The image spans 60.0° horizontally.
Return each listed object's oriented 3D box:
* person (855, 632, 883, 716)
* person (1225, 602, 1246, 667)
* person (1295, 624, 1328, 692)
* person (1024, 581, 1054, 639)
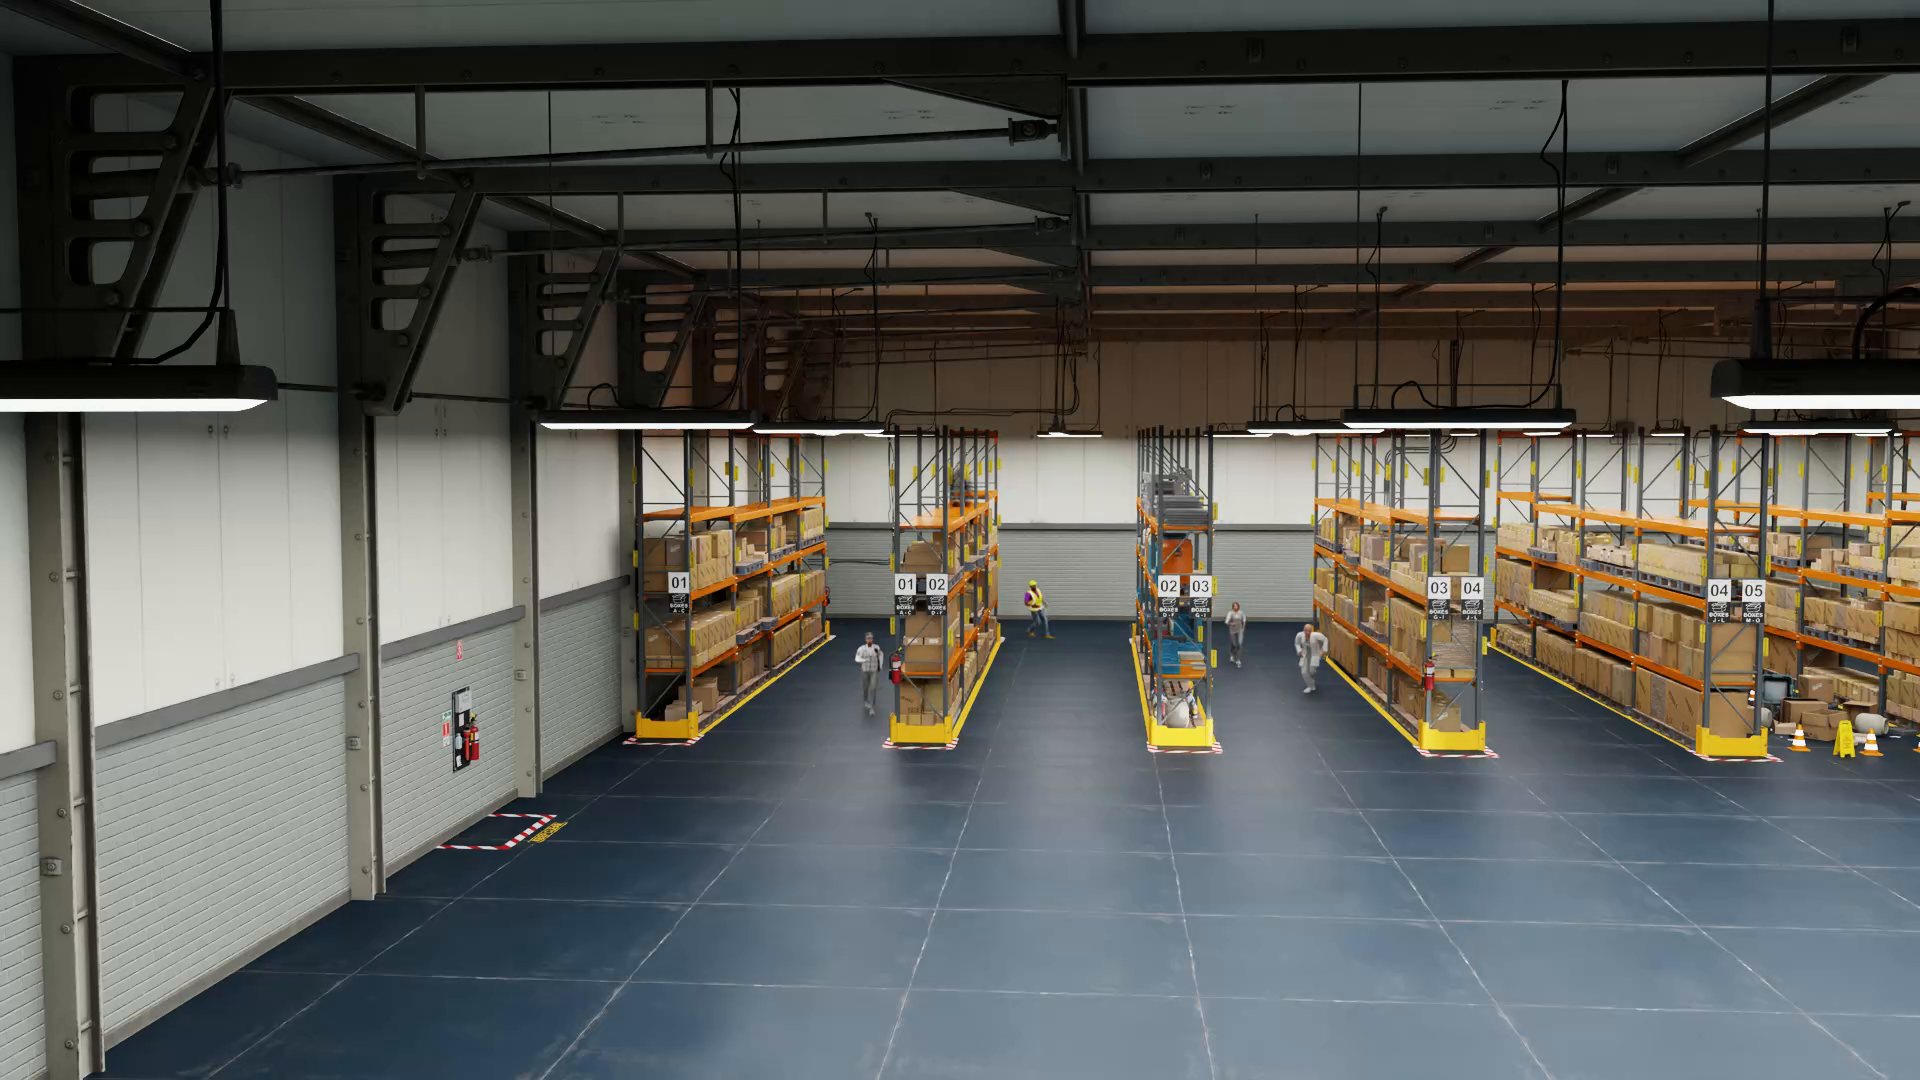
[{"bbox_3d":[-1.896,2.761,34.790,0.598,1.702,0.919,0,3,-6],"label":"person"},{"bbox_3d":[7.023,2.378,42.368,0.547,1.628,0.804,0,3,2],"label":"person"},{"bbox_3d":[7.968,2.673,37.687,0.735,1.589,0.884,1,4,23],"label":"person"},{"bbox_3d":[2.184,2.000,47.807,0.780,1.689,0.793,-3,5,-43],"label":"person"}]
